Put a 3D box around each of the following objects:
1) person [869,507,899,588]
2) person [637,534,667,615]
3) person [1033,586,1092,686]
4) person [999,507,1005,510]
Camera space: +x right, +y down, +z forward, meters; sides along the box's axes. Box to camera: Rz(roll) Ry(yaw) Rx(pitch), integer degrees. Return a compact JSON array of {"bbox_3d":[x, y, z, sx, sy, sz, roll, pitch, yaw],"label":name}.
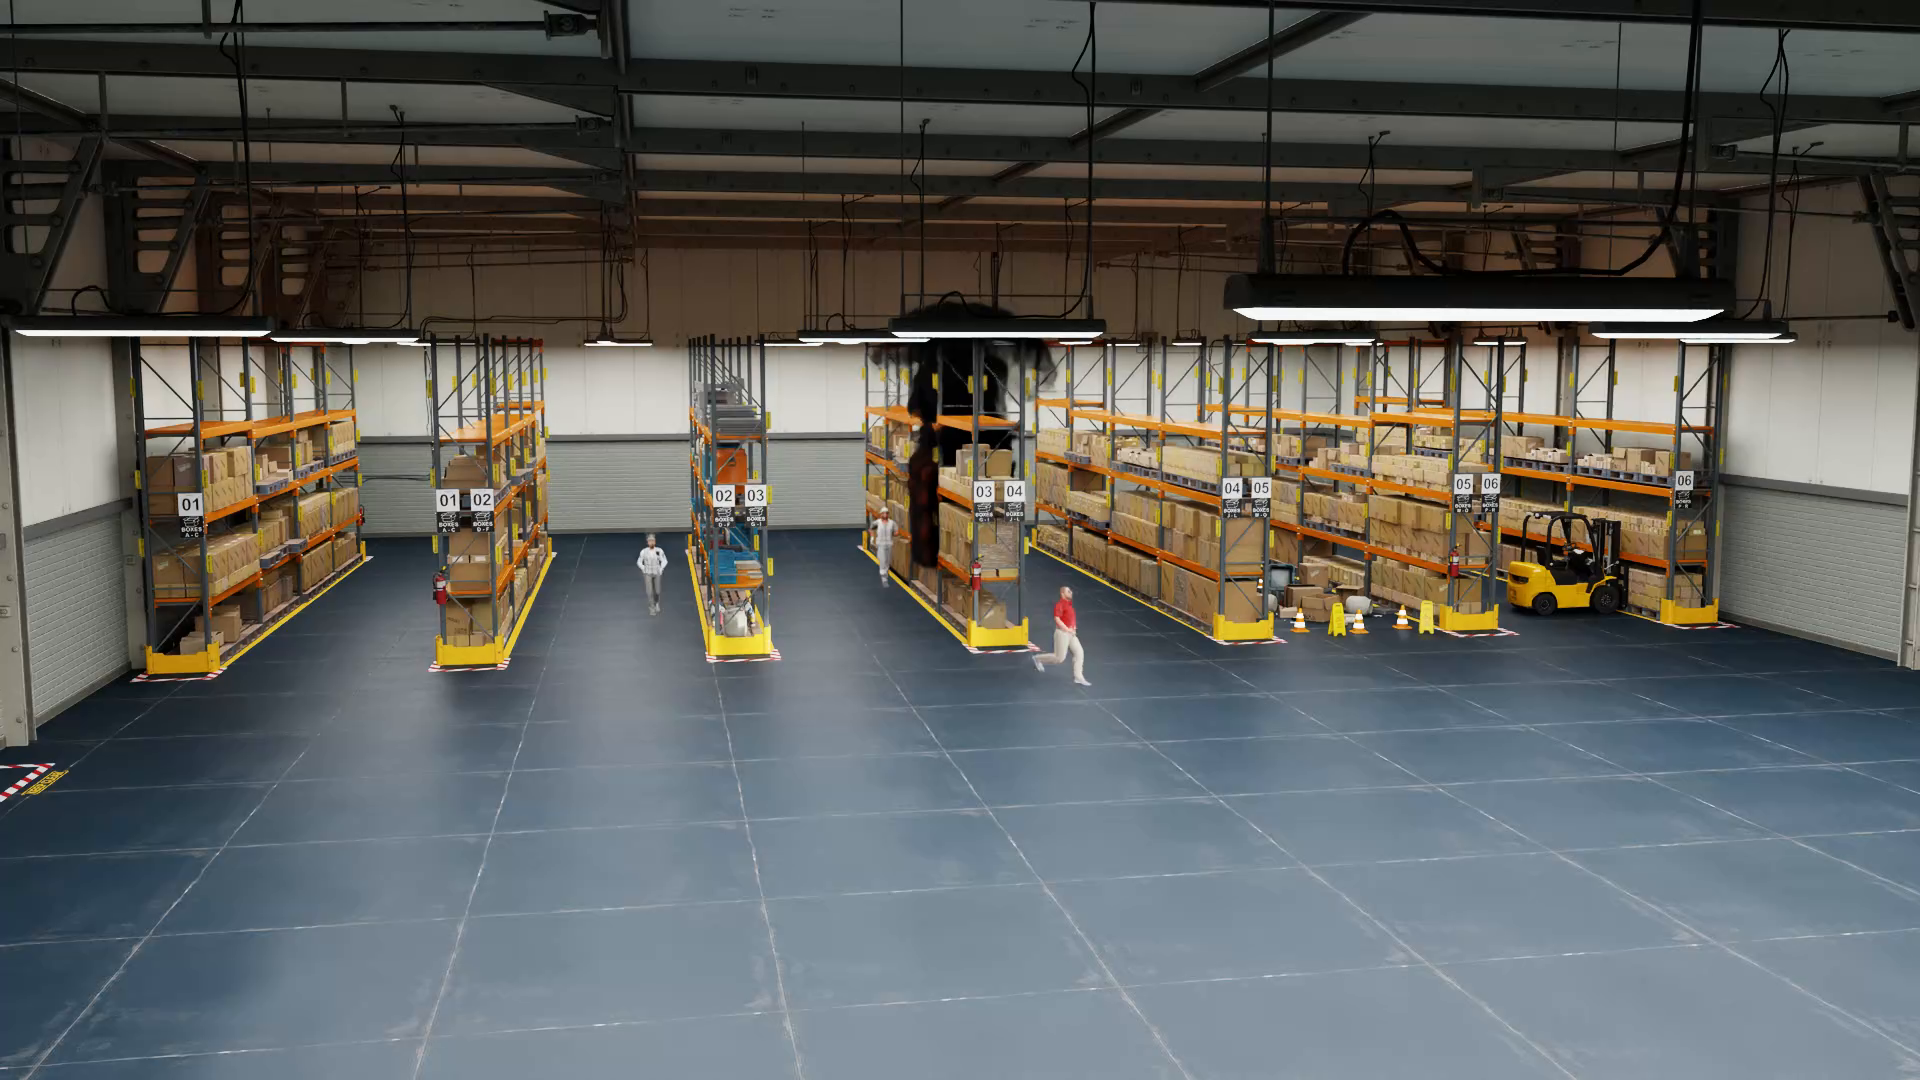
[{"bbox_3d":[-1.712,0.157,38.070,0.658,1.816,0.912,-2,7,-17],"label":"person"},{"bbox_3d":[-6.300,0.710,34.059,0.612,1.661,0.491,-1,7,-12],"label":"person"},{"bbox_3d":[1.763,1.646,28.527,1.027,1.723,0.642,3,7,25],"label":"person"},{"bbox_3d":[1.416,-0.740,48.915,0.743,1.806,0.853,4,8,29],"label":"person"}]
